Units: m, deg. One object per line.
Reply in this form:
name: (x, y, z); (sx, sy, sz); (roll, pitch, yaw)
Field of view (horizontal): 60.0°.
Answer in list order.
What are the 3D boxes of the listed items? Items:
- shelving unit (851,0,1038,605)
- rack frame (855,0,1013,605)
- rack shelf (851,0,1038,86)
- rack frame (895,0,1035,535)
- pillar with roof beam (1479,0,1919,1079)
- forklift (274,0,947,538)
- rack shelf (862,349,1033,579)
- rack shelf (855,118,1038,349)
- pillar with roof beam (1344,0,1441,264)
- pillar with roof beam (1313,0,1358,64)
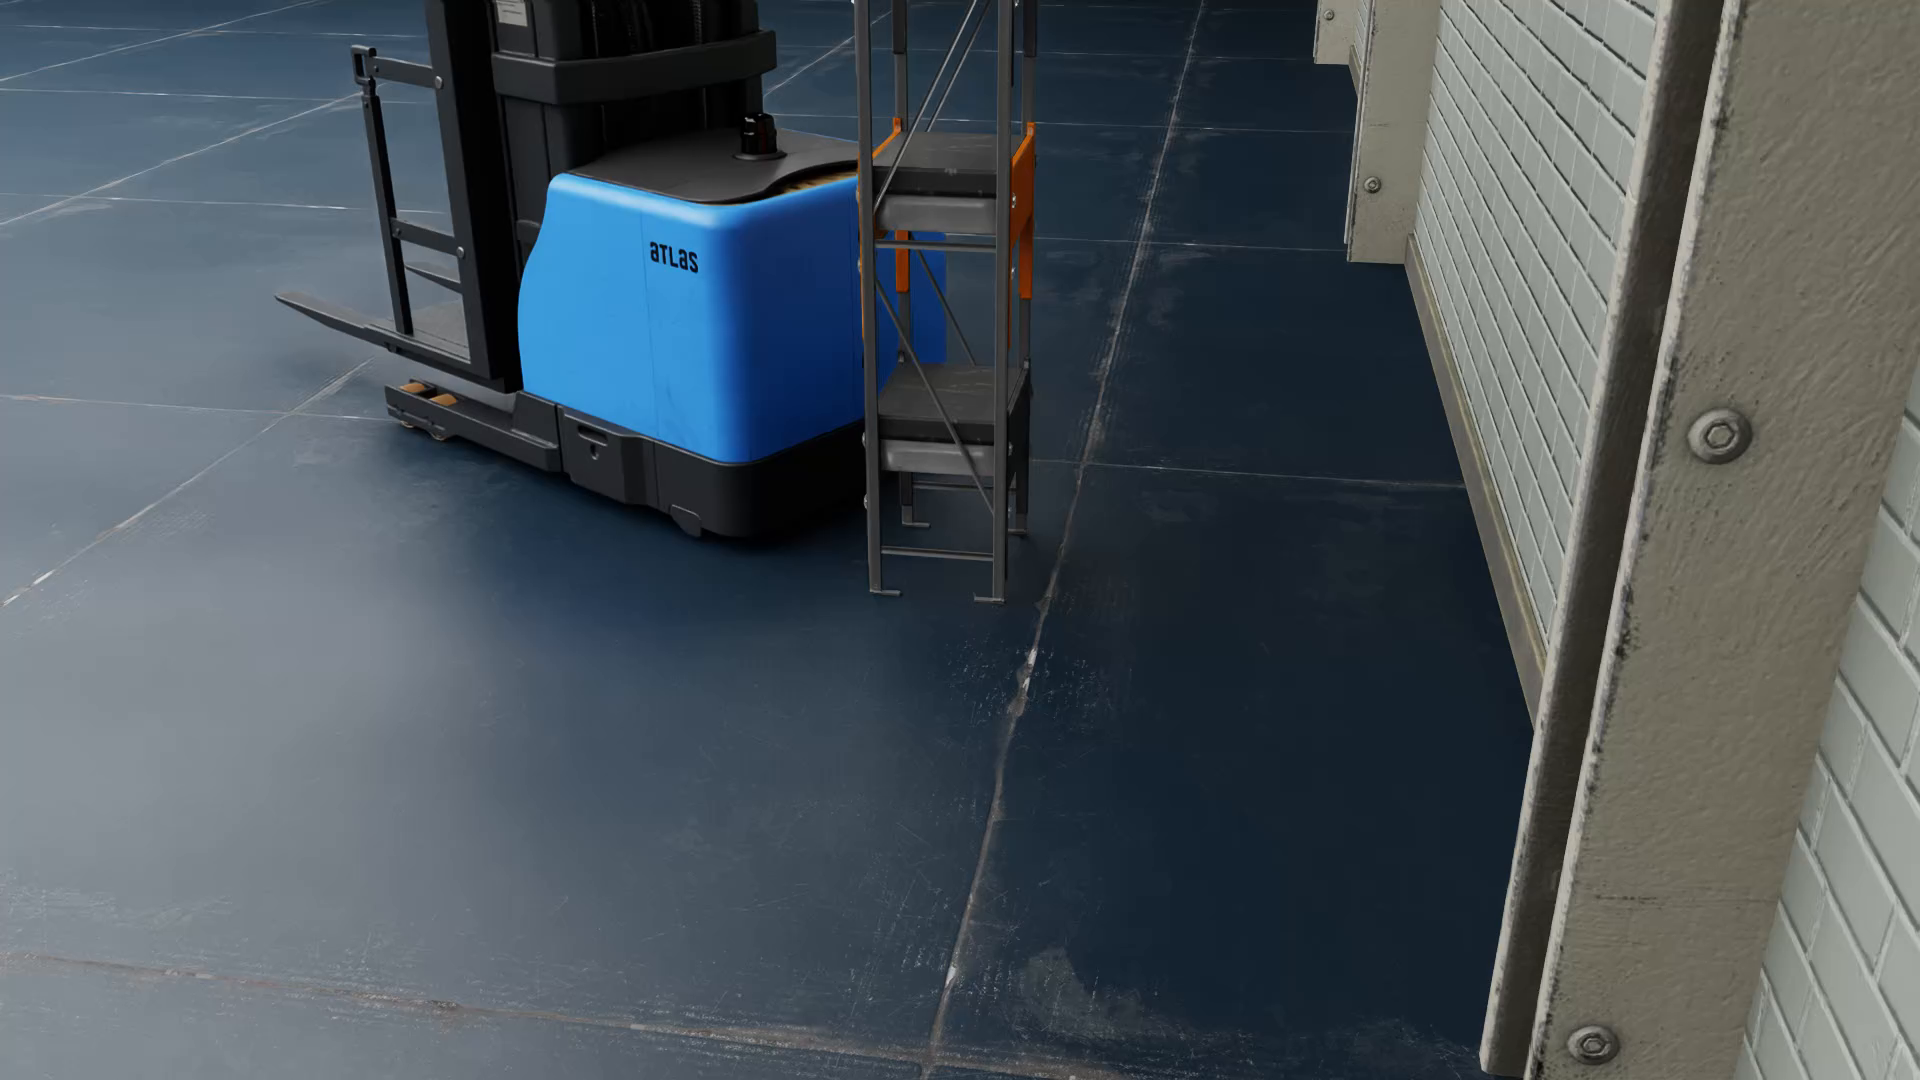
shelving unit: (-0.027, -0.882, 4.657); (0.431, 2.100, 0.503); (4, 25, 9)
rack frame: (-0.067, -0.780, 4.439); (0.400, 2.100, 0.015); (4, 25, 9)
rack shelf: (-0.027, -1.503, 4.366); (0.431, 0.518, 0.480); (4, 25, 9)
rack frame: (0.013, -0.984, 4.875); (0.400, 2.100, 0.015); (4, 25, 9)
pillar with roof beam: (-3.138, -3.306, 1.698); (9.100, 9.000, 0.400); (4, 25, 9)
forklift: (-1.479, -1.837, 5.717); (3.031, 2.935, 1.130); (20, 32, 36)
rack shelf: (-0.027, -0.235, 4.959); (0.431, 0.518, 0.480); (4, 25, 9)
rack shelf: (-0.027, -0.869, 4.663); (0.431, 0.518, 0.480); (4, 25, 9)
pillar with roof beam: (-2.157, -5.815, 7.059); (9.100, 9.000, 0.400); (4, 25, 9)
pillar with roof beam: (-1.177, -8.325, 12.420); (9.100, 9.000, 0.400); (4, 25, 9)
